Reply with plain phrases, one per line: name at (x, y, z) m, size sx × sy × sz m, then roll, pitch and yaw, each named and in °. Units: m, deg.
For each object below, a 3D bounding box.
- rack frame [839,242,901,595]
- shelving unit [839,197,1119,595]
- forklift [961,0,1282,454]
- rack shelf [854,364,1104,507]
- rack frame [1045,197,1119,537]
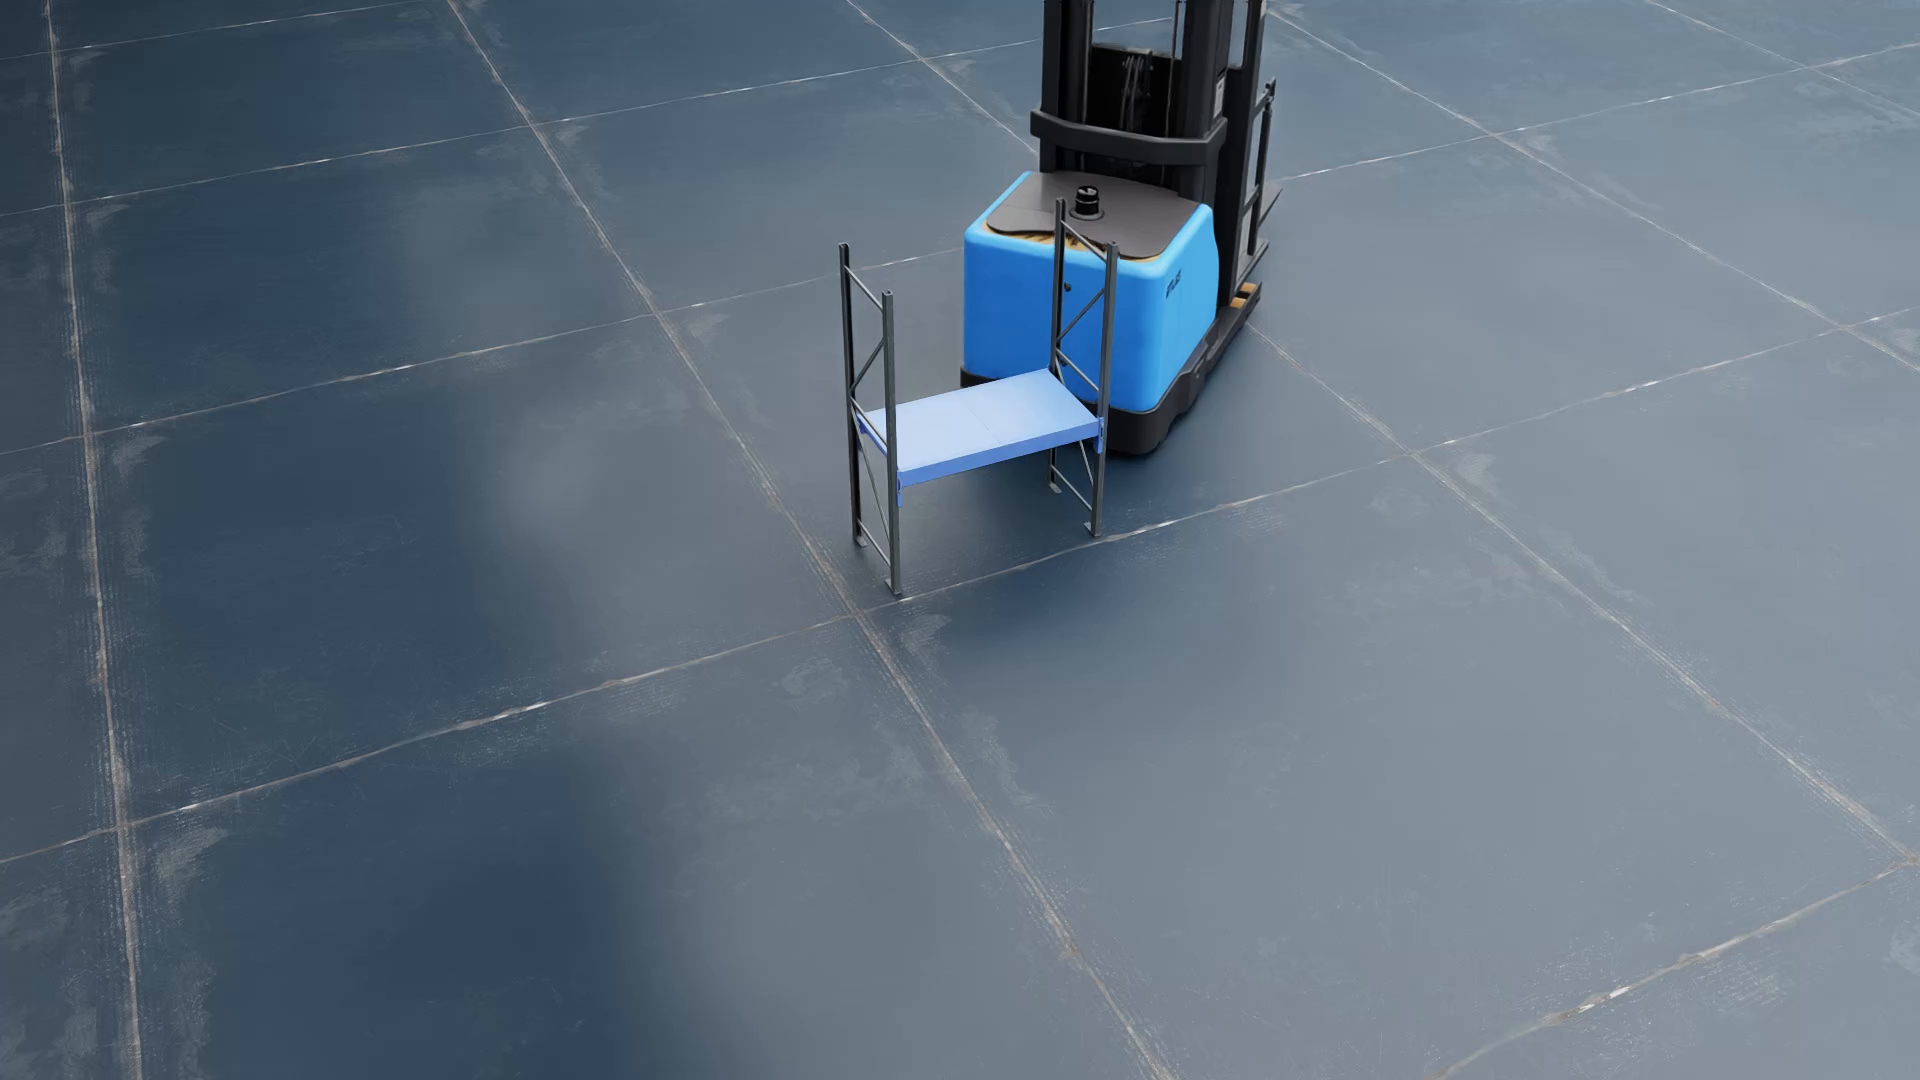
rack frame at (-0.383, -0.495, 7.159) m, size 0.032 × 1.500 × 0.500 m, roll -16°, pitch 39°, yaw -20°
shelving unit at (0.077, -0.624, 7.332) m, size 1.048 × 1.500 × 0.538 m, roll -16°, pitch 39°, yaw -20°
forklift at (1.072, -2.471, 8.622) m, size 1.130 × 2.935 × 3.031 m, roll 15°, pitch 39°, yaw 19°
rack shelf at (0.077, -0.480, 7.439) m, size 1.000 × 0.185 × 0.538 m, roll -16°, pitch 39°, yaw -20°
rack frame at (0.537, -0.753, 7.506) m, size 0.032 × 1.500 × 0.500 m, roll -16°, pitch 39°, yaw -20°
